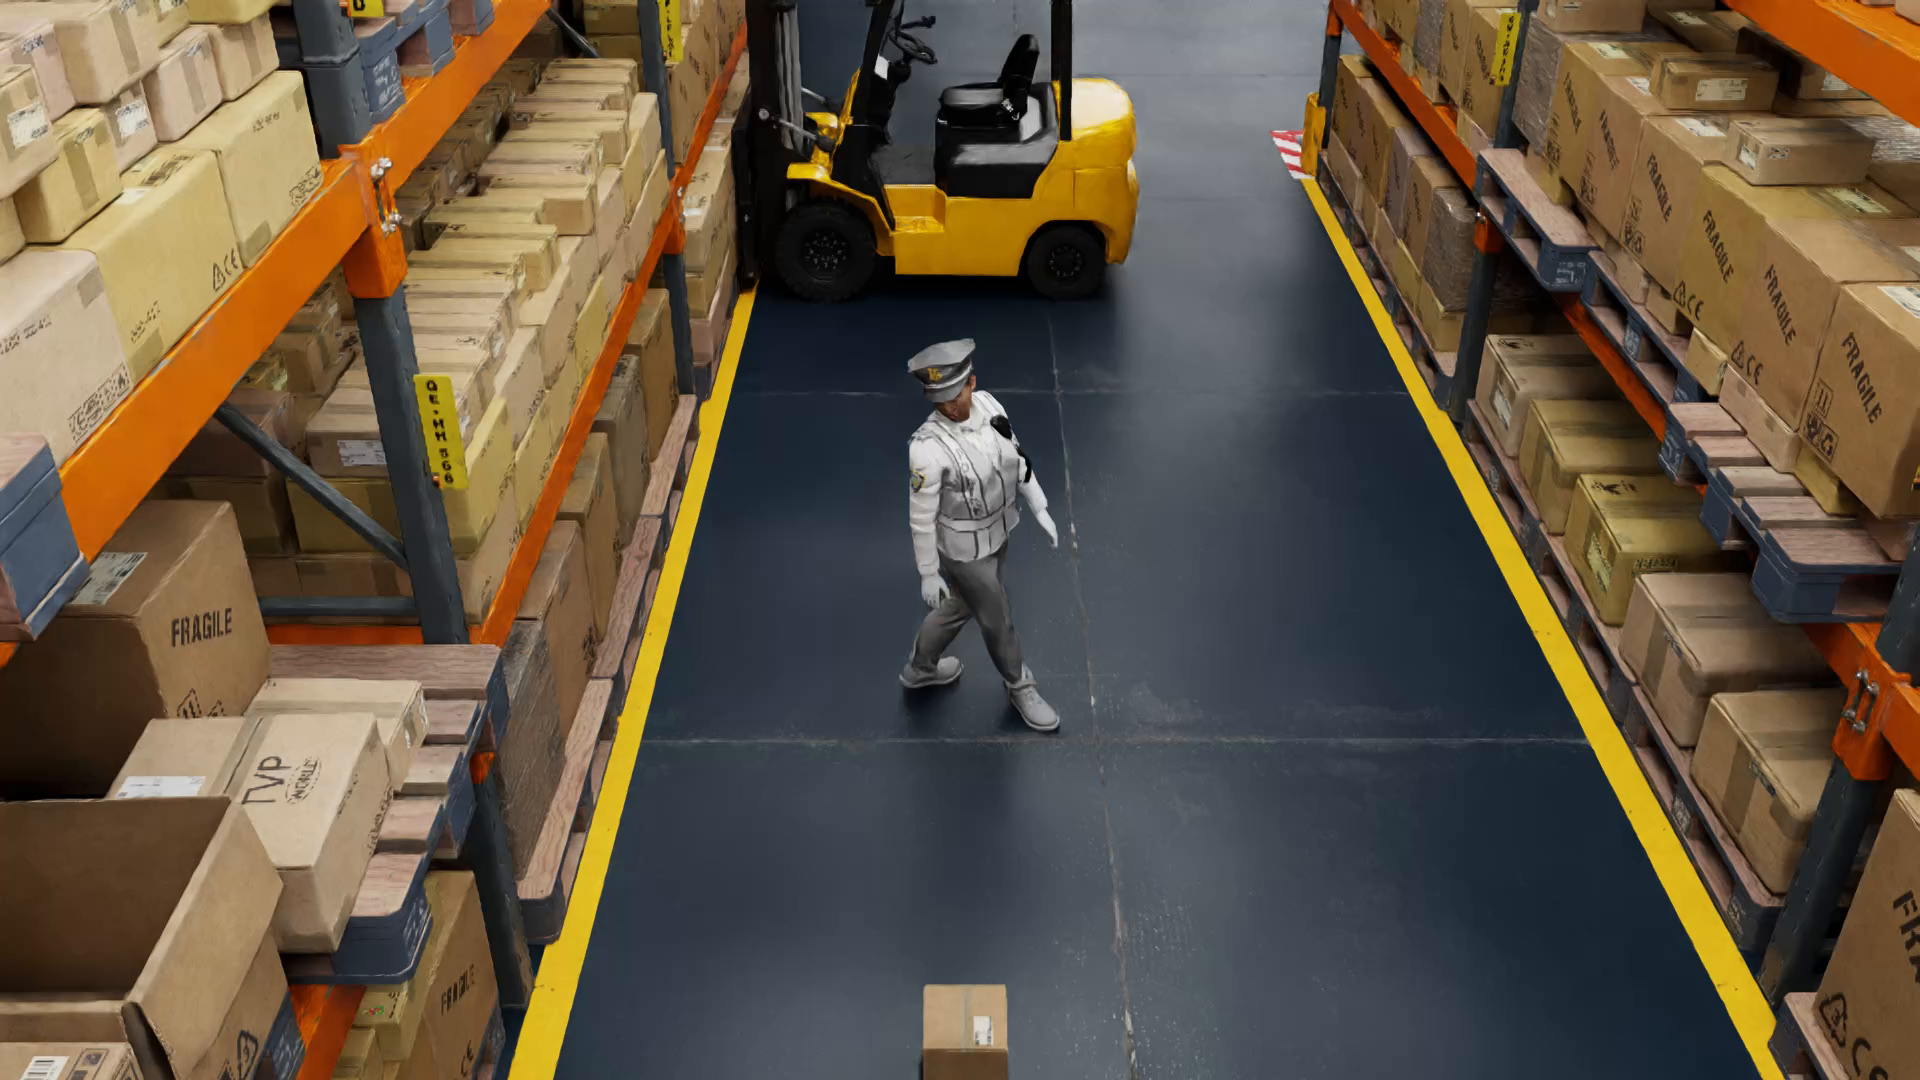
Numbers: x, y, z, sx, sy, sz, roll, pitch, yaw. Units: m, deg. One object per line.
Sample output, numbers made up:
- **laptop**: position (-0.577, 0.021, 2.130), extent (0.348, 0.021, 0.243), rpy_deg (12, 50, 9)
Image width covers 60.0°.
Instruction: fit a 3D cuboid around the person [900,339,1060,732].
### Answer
- **person**: position (0.055, 0.001, 6.150), extent (0.672, 1.639, 0.516), rpy_deg (14, 34, 21)
